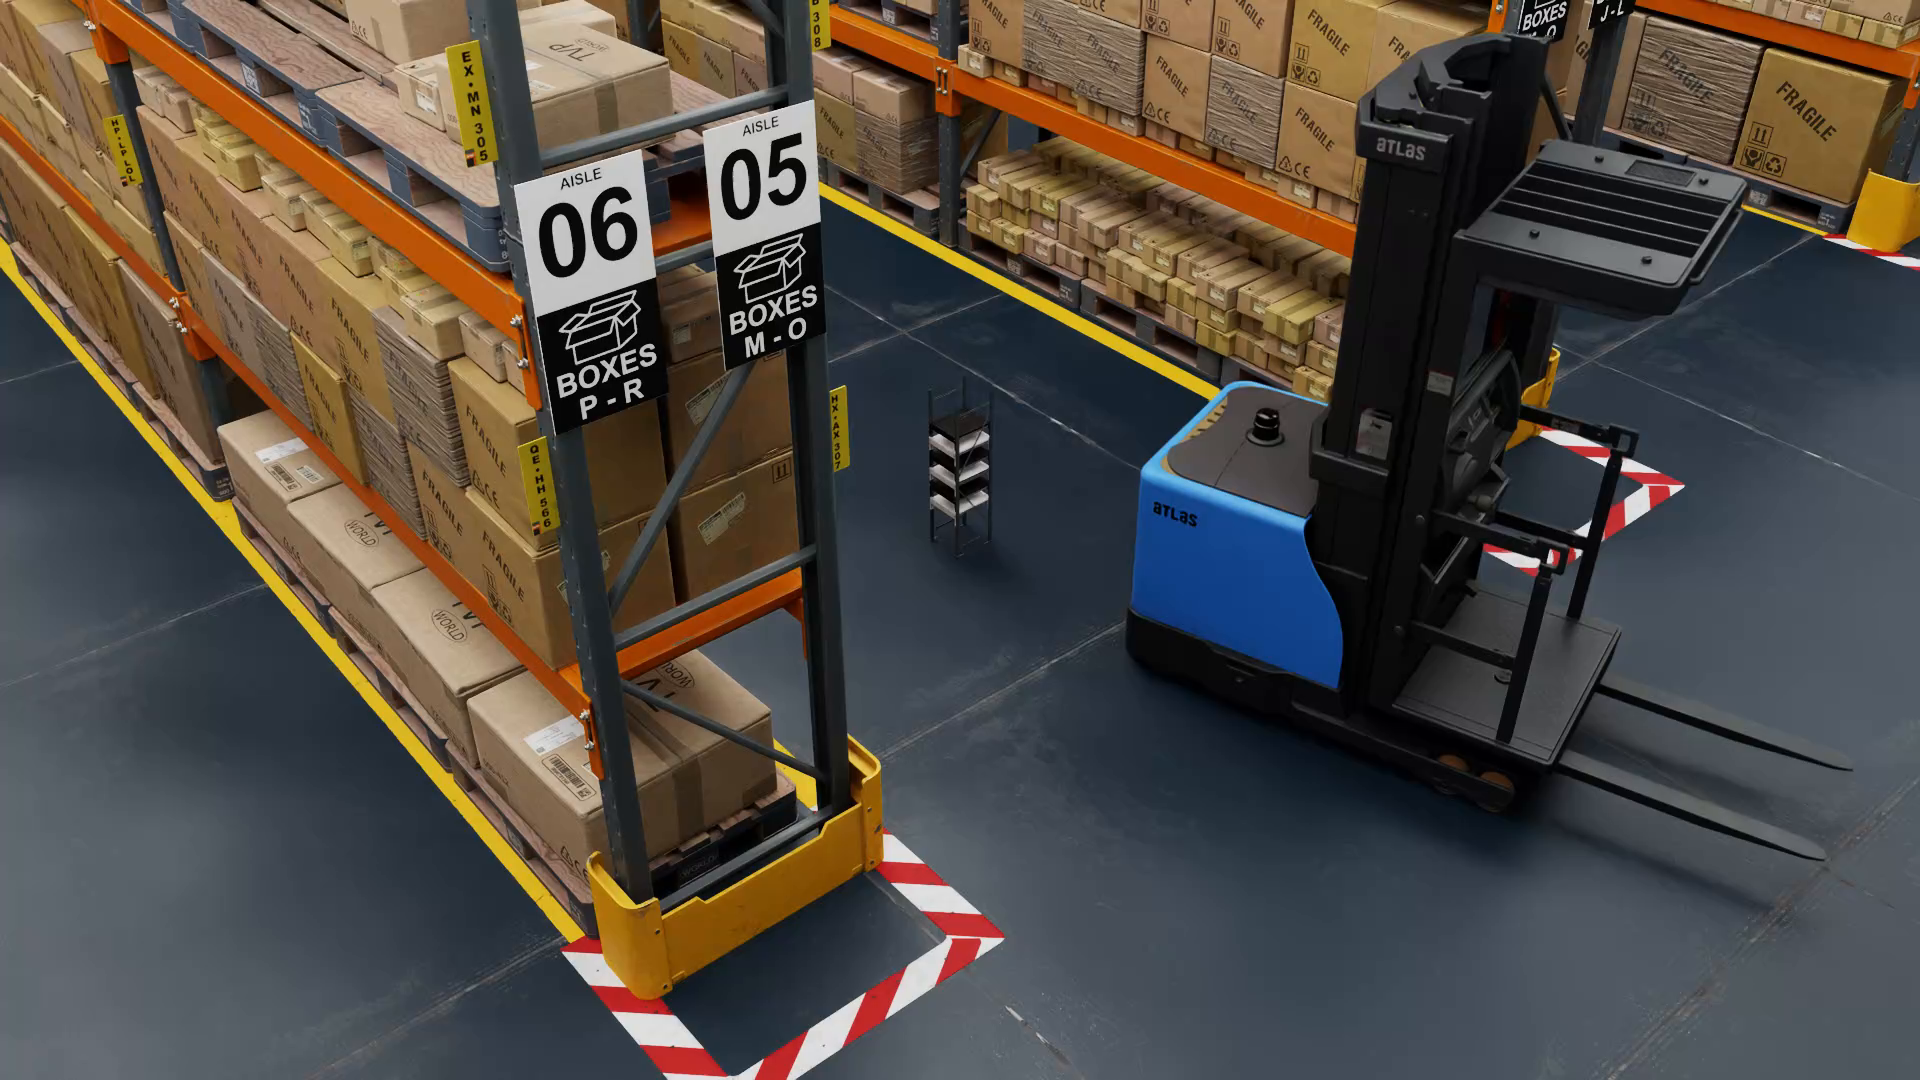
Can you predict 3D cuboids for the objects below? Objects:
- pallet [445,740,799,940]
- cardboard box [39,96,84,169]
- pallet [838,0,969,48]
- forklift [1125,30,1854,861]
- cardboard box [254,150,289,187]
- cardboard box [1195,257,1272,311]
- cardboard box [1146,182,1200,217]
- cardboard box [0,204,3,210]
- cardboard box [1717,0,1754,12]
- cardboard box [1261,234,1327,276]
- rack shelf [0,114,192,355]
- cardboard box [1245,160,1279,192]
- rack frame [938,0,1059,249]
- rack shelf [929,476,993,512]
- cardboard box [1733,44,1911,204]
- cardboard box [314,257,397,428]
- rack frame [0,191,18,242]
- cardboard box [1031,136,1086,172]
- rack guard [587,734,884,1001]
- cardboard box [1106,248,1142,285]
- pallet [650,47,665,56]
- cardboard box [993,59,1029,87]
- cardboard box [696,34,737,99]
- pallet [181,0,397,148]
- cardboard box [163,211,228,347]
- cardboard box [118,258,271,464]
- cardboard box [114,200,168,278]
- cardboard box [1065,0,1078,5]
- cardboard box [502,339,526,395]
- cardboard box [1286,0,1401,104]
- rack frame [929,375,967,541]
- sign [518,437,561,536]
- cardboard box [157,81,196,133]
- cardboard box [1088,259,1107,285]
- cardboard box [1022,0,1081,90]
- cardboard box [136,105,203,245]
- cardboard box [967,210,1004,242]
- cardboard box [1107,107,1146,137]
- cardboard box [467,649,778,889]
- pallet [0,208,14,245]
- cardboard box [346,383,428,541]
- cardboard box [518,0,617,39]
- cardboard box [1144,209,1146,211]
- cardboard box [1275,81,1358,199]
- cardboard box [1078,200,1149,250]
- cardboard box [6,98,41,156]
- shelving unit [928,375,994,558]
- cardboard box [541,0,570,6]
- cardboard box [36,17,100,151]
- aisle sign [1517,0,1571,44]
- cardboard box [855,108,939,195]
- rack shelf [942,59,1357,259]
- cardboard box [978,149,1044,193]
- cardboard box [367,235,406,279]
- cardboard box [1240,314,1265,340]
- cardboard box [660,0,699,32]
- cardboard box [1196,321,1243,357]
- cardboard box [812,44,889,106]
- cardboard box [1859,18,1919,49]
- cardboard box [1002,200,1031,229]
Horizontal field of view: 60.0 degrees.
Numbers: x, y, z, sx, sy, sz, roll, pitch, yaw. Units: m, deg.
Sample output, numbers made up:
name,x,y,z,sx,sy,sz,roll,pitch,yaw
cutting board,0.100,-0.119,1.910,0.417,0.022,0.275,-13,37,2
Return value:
name,x,y,z,sx,sy,sz,roll,pitch,yaw
pallet,-1.433,1.024,7.022,1.003,0.211,1.213,-26,43,-32
cardboard box,-4.576,-2.247,8.926,0.500,0.250,0.500,-25,42,-31
pallet,-0.104,-3.760,11.531,1.003,0.211,1.213,-26,43,-32
forklift,2.290,-0.400,6.680,3.031,2.935,1.130,21,40,26
cardboard box,-2.571,-1.488,6.644,0.380,0.149,0.250,-26,43,-32
cardboard box,1.607,-1.506,9.770,0.380,0.149,0.250,-24,42,-30
cardboard box,1.421,-2.203,10.755,0.380,0.149,0.250,-28,44,-34
cardboard box,-6.377,-2.674,11.742,0.950,0.372,0.625,-29,45,-35
cardboard box,5.572,-3.868,11.735,0.380,0.149,0.250,-27,43,-33
cardboard box,2.051,-1.730,10.087,0.380,0.149,0.250,-24,42,-30
rack shelf,-4.729,-2.145,9.707,1.077,0.370,4.000,-26,43,-32
cardboard box,1.797,-2.077,9.206,0.380,0.149,0.250,-28,44,-34
rack frame,0.278,-3.447,10.922,1.000,3.000,0.127,-26,43,-32
rack shelf,0.005,-0.263,8.457,0.258,0.077,0.200,-26,43,-32
cardboard box,6.239,-3.043,11.827,0.875,0.875,0.875,-26,43,-32
cardboard box,-2.027,-0.802,6.237,0.500,0.500,0.500,-26,43,-32
rack frame,-6.020,-3.322,10.746,1.000,3.000,0.127,-26,43,-32
cardboard box,0.706,-2.637,11.368,0.380,0.149,0.250,-25,42,-31
rack guard,-0.842,1.241,6.466,1.175,0.500,0.348,-26,43,-32
cardboard box,1.130,-1.739,10.357,0.380,0.149,0.250,-26,43,-32
pallet,-2.755,-4.451,14.753,1.003,0.211,1.213,-26,43,-32
cardboard box,0.434,-3.011,10.524,0.380,0.149,0.250,-25,42,-31
cardboard box,-1.715,-3.736,13.130,0.500,0.500,0.500,-25,43,-31
pallet,-2.135,-1.840,6.136,1.003,0.211,1.213,-26,43,-32
cardboard box,-3.336,-1.292,7.793,0.500,0.500,0.500,-25,42,-30
cardboard box,-3.900,-1.104,9.090,0.875,0.875,0.875,-25,42,-30
cardboard box,-3.921,-1.599,8.443,0.500,0.250,0.500,-27,43,-33
cardboard box,0.729,-3.504,9.794,0.500,0.500,0.500,-27,44,-33
cardboard box,-1.242,-0.587,5.372,0.380,0.149,0.250,-25,43,-31
cardboard box,2.047,-2.584,8.495,0.500,0.500,0.500,-28,44,-33
rack frame,-0.060,-0.409,8.449,0.240,0.900,0.006,-26,43,-32
sign,-1.281,-0.163,5.079,0.100,0.325,0.005,-26,43,-32
cardboard box,-3.255,-1.926,7.262,0.380,0.149,0.250,-25,42,-31
cardboard box,1.041,-1.767,10.654,0.380,0.149,0.250,-28,44,-34
cardboard box,0.729,-3.080,10.061,0.500,0.500,0.500,-26,43,-32
cardboard box,-3.316,-1.704,7.510,0.500,0.500,0.500,-26,43,-31
cardboard box,0.267,-2.174,11.229,0.380,0.149,0.250,-28,44,-34
cardboard box,1.097,-2.534,9.851,0.380,0.149,0.250,-24,42,-30
cardboard box,-1.360,0.830,6.737,0.875,0.438,0.875,-28,44,-33
pallet,-6.523,-2.529,12.040,1.003,0.211,1.213,-26,43,-32
cardboard box,-2.023,-0.395,6.528,0.500,0.500,0.500,-25,42,-31
cardboard box,-1.384,-1.690,5.614,0.380,0.149,0.250,-24,42,-30
cardboard box,1.361,-2.076,10.834,0.380,0.149,0.250,-25,42,-31
cardboard box,2.044,-2.175,8.782,0.500,0.500,0.500,-27,43,-32
cardboard box,0.963,-1.982,10.442,0.380,0.149,0.250,-25,42,-31
cardboard box,-5.217,-2.497,9.711,0.500,0.250,0.500,-25,42,-30
shelving unit,0.005,-0.364,8.386,0.258,0.900,0.210,-26,43,-32
cardboard box,-3.195,-5.153,14.915,1.050,0.750,0.750,-25,42,-31
cardboard box,-4.258,-2.334,8.400,0.500,0.500,0.500,-25,42,-31
aisle sign,2.677,-2.597,7.474,0.394,0.787,0.004,-26,43,-32
cardboard box,-0.392,-2.831,11.852,0.500,0.500,0.500,-27,43,-33
rack shelf,1.568,-2.270,9.883,1.077,0.370,4.000,-26,43,-32
cardboard box,0.342,-2.468,11.129,0.380,0.149,0.250,-24,42,-30
cardboard box,-1.901,-1.041,6.013,0.380,0.149,0.250,-26,43,-32
cardboard box,1.869,-1.322,9.769,0.380,0.149,0.250,-27,43,-32
cardboard box,-2.044,-4.275,13.243,0.500,0.250,0.500,-28,44,-34
cardboard box,1.630,-1.261,9.940,0.380,0.149,0.250,-28,44,-34
cardboard box,-0.718,-3.370,11.965,0.500,0.250,0.500,-24,42,-30
cardboard box,6.232,-3.418,11.099,0.380,0.149,0.250,-25,42,-31
cardboard box,0.499,-2.218,11.034,0.380,0.149,0.250,-26,43,-31
